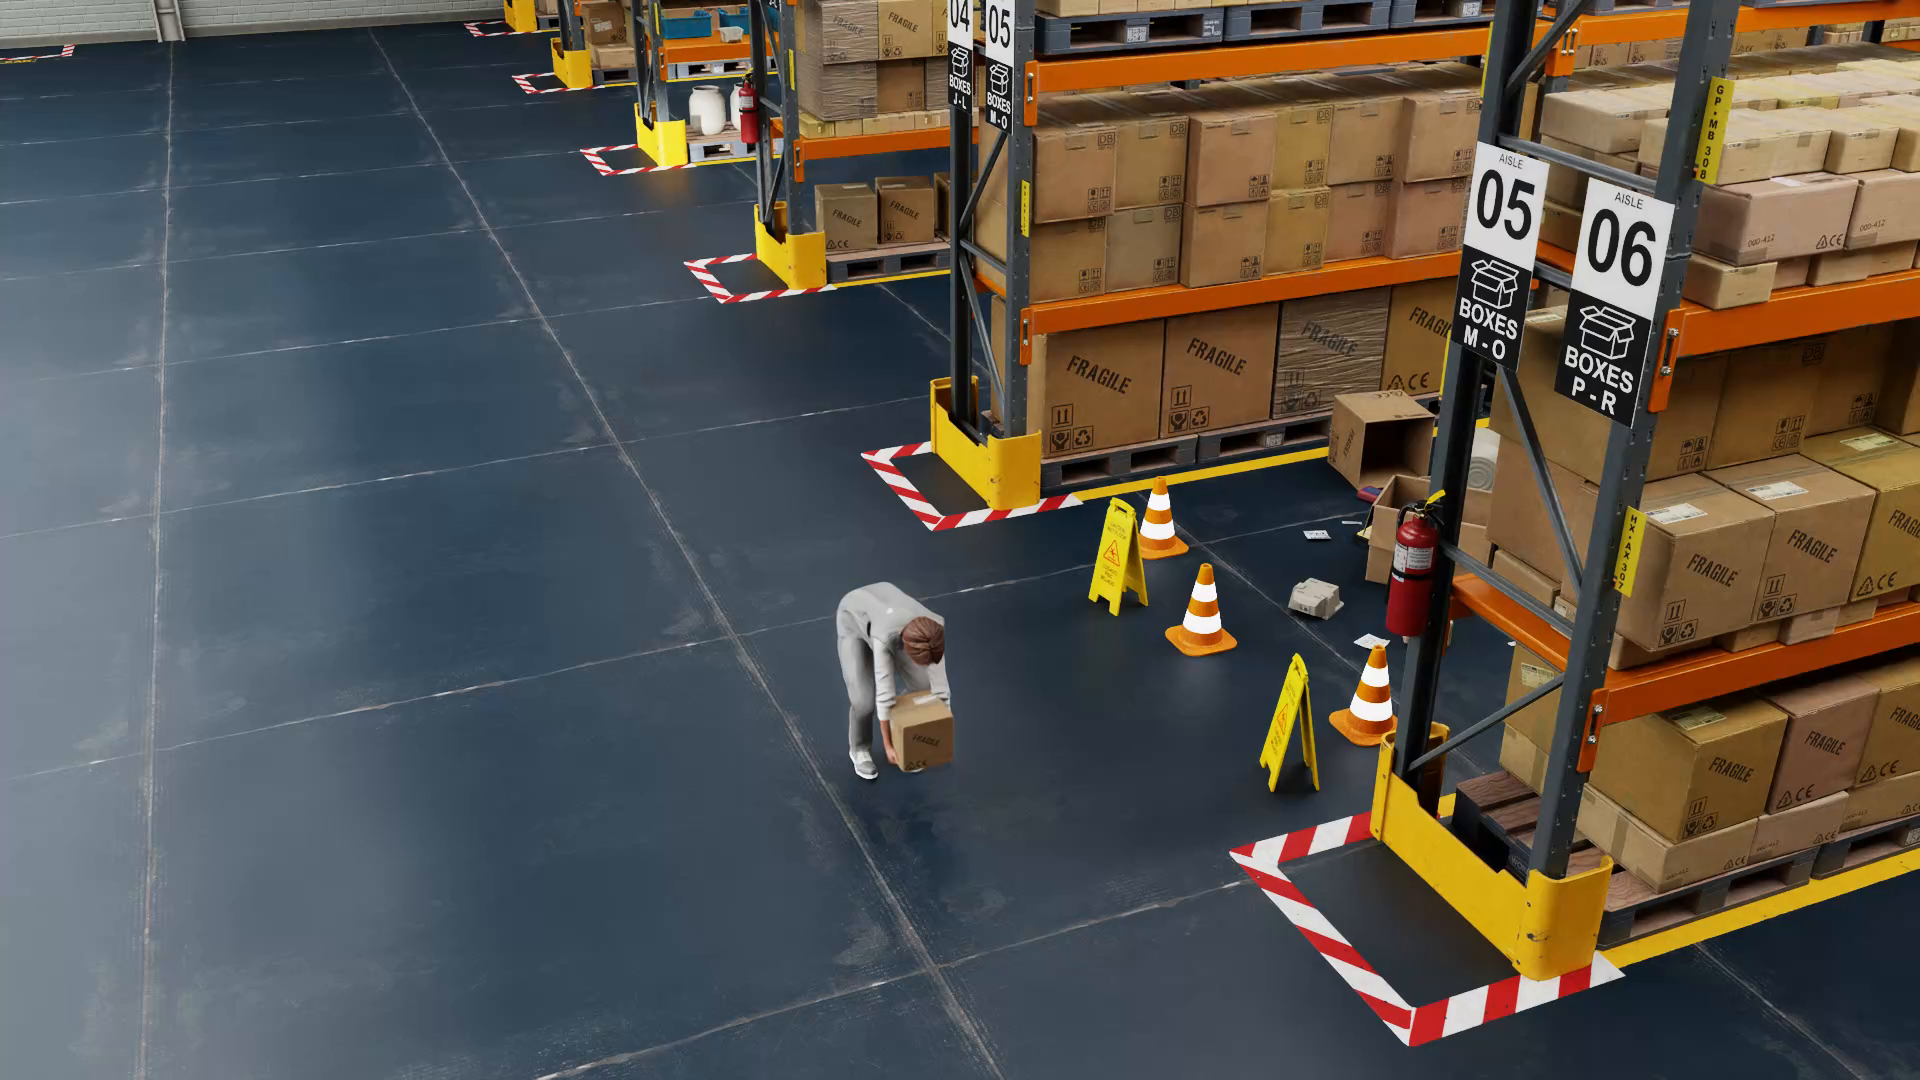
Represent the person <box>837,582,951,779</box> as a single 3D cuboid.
[{"bbox_3d":[-0.304,0.702,7.841,0.407,1.035,0.855,-12,29,-23],"label":"person"}]
